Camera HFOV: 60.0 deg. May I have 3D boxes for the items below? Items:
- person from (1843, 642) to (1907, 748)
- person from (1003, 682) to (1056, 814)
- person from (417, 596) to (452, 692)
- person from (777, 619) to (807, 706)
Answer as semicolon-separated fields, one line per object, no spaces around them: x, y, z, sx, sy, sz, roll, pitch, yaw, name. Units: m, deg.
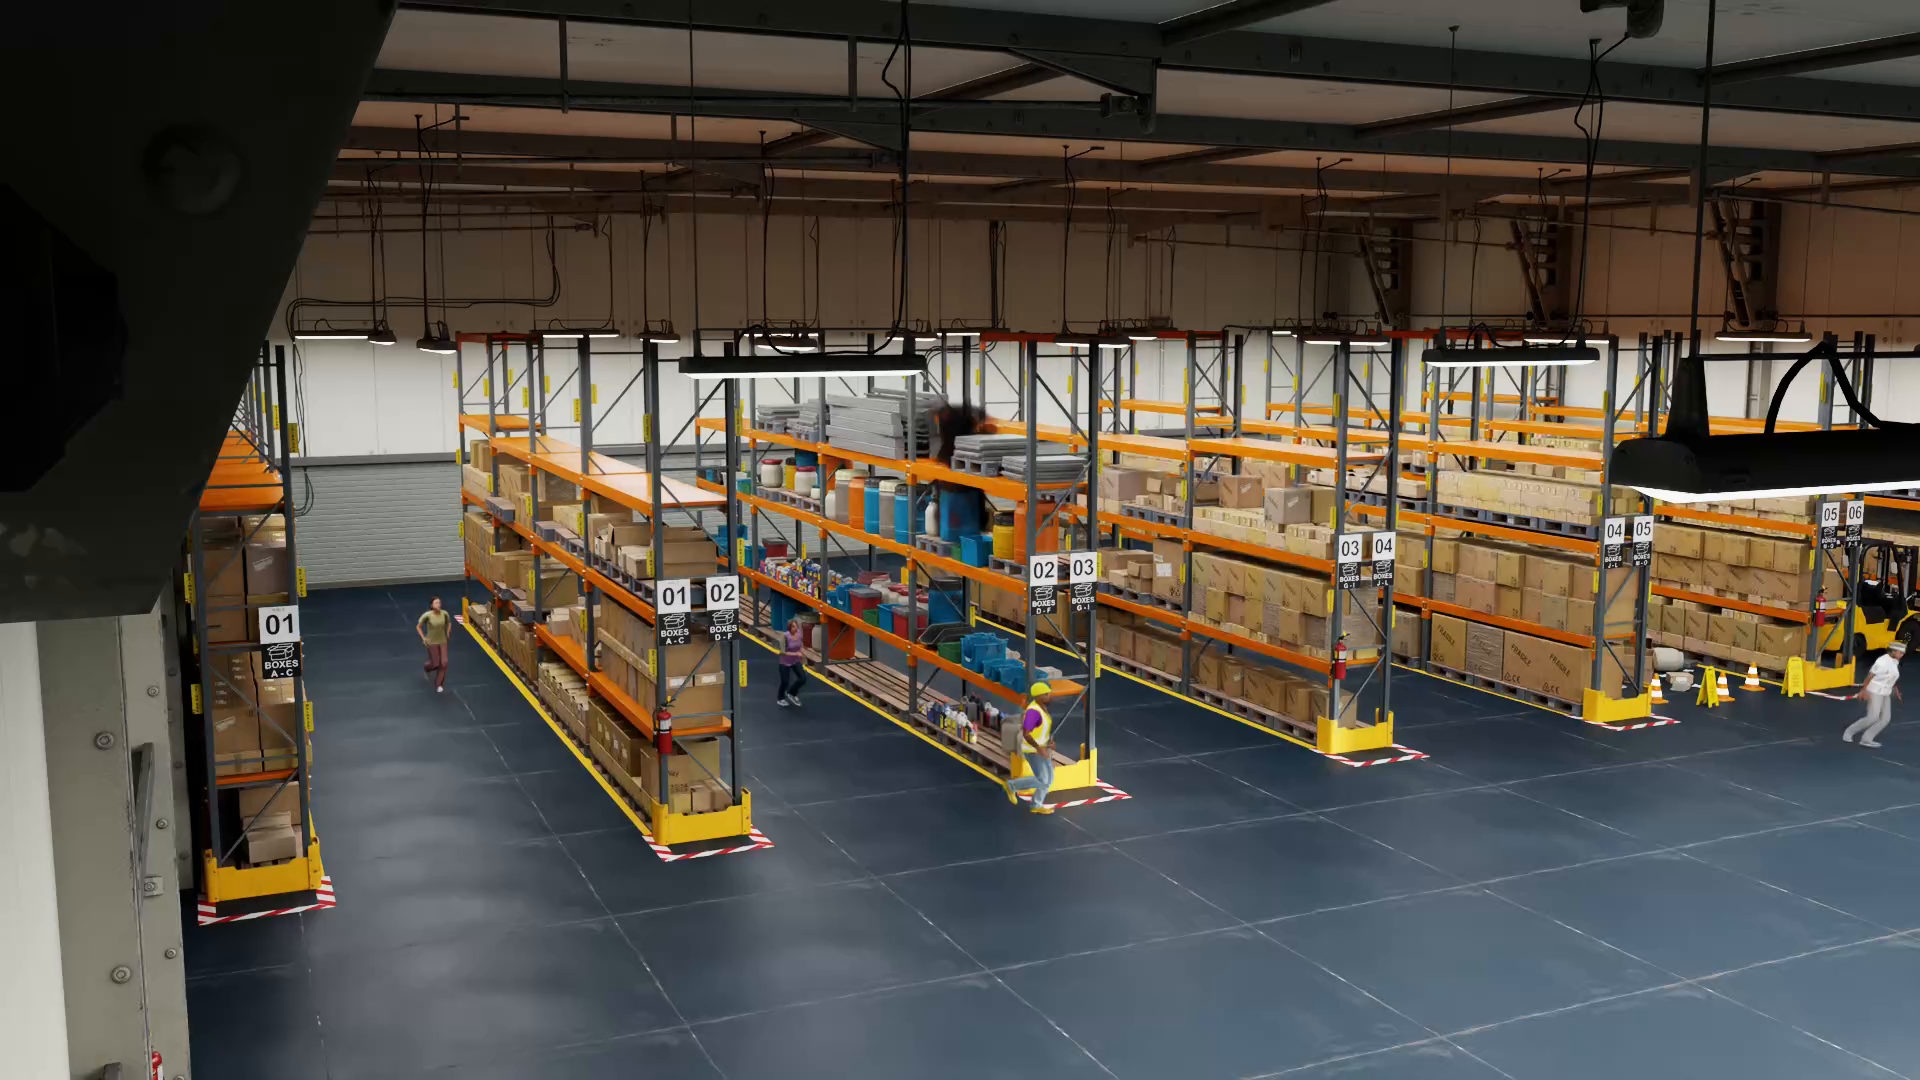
13.442;2.261;24.421;0.737;1.583;0.638;-5;9;-35;person
0.889;2.645;21.165;0.647;1.708;0.686;2;8;14;person
-8.920;1.742;28.260;0.595;1.625;0.616;-6;10;-38;person
-2.714;1.979;26.805;0.538;1.495;0.837;-5;9;-33;person
